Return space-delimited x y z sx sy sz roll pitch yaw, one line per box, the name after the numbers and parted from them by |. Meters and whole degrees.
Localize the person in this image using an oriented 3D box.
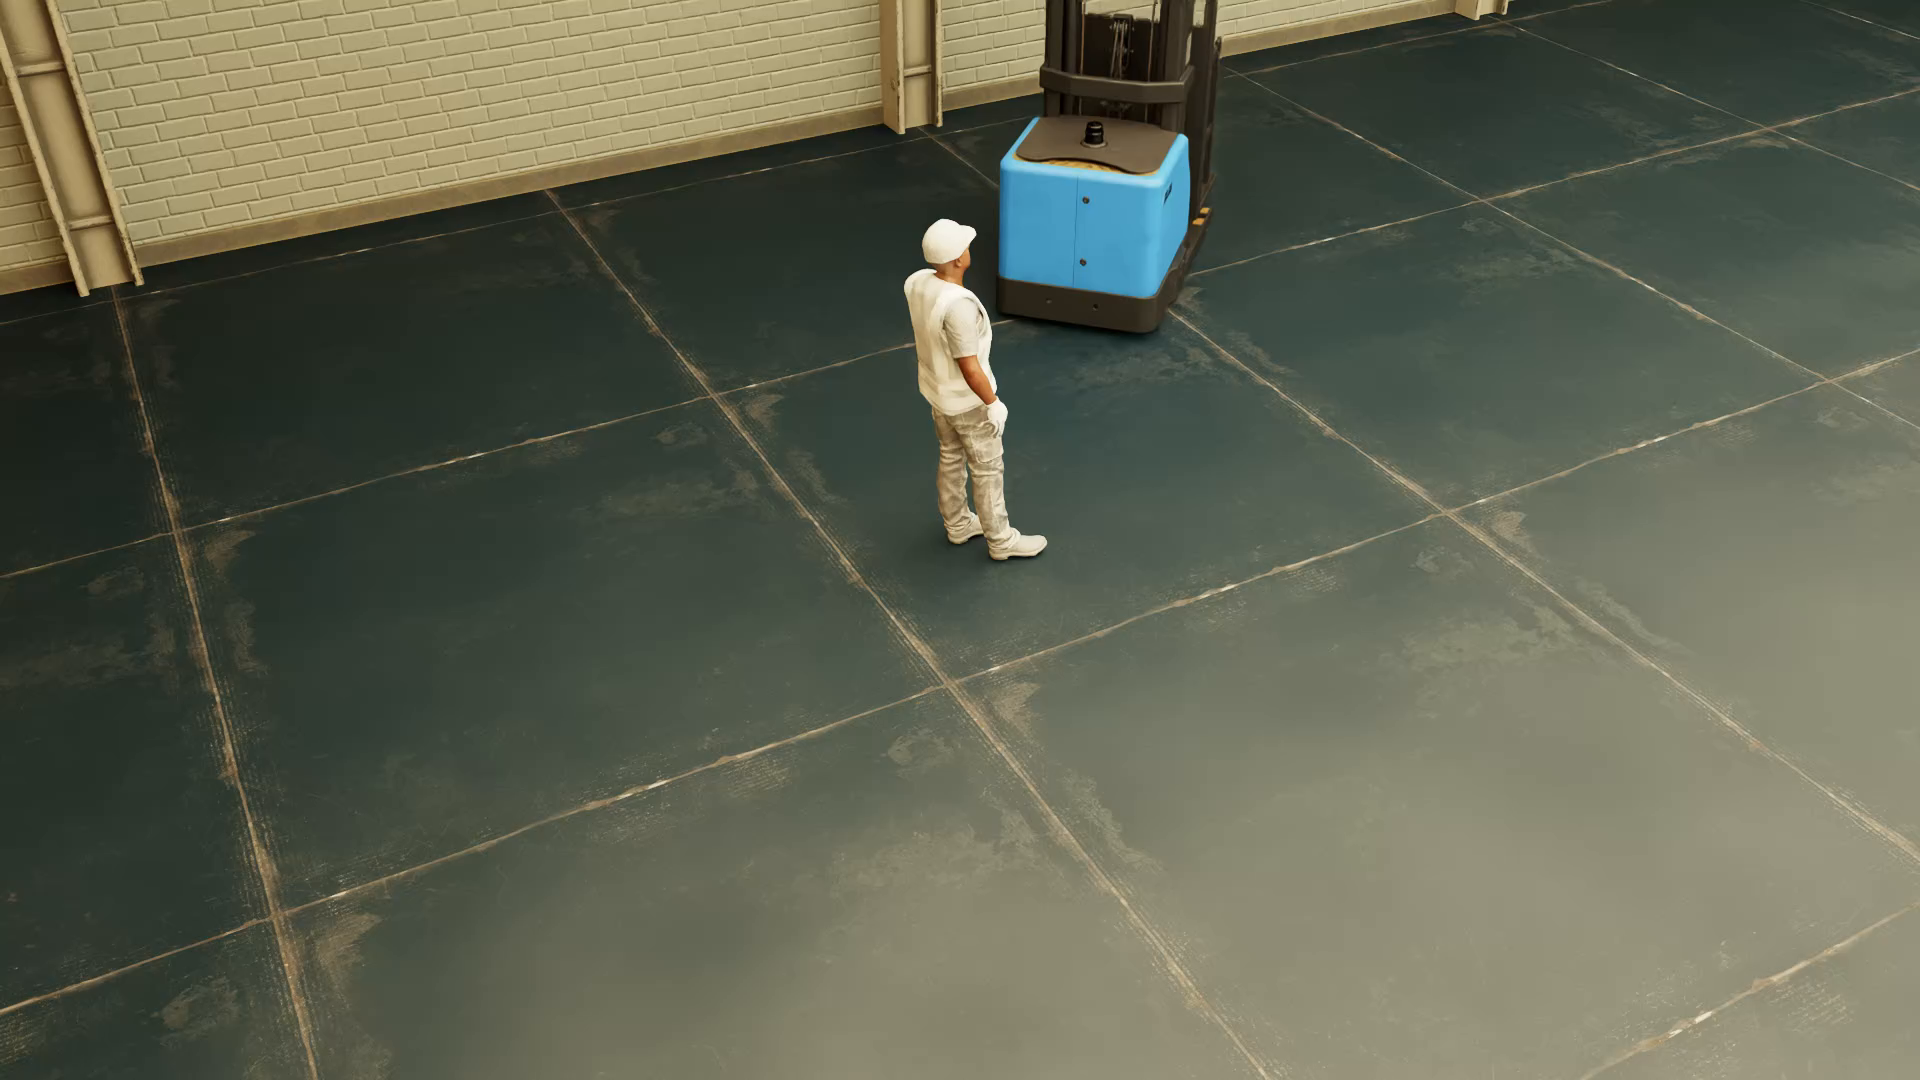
0.068 -0.747 8.167 0.575 1.779 0.656 -17 39 -23 | person

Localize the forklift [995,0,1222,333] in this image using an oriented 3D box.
1.158 -3.337 10.843 1.130 2.935 3.031 10 37 14 | forklift
